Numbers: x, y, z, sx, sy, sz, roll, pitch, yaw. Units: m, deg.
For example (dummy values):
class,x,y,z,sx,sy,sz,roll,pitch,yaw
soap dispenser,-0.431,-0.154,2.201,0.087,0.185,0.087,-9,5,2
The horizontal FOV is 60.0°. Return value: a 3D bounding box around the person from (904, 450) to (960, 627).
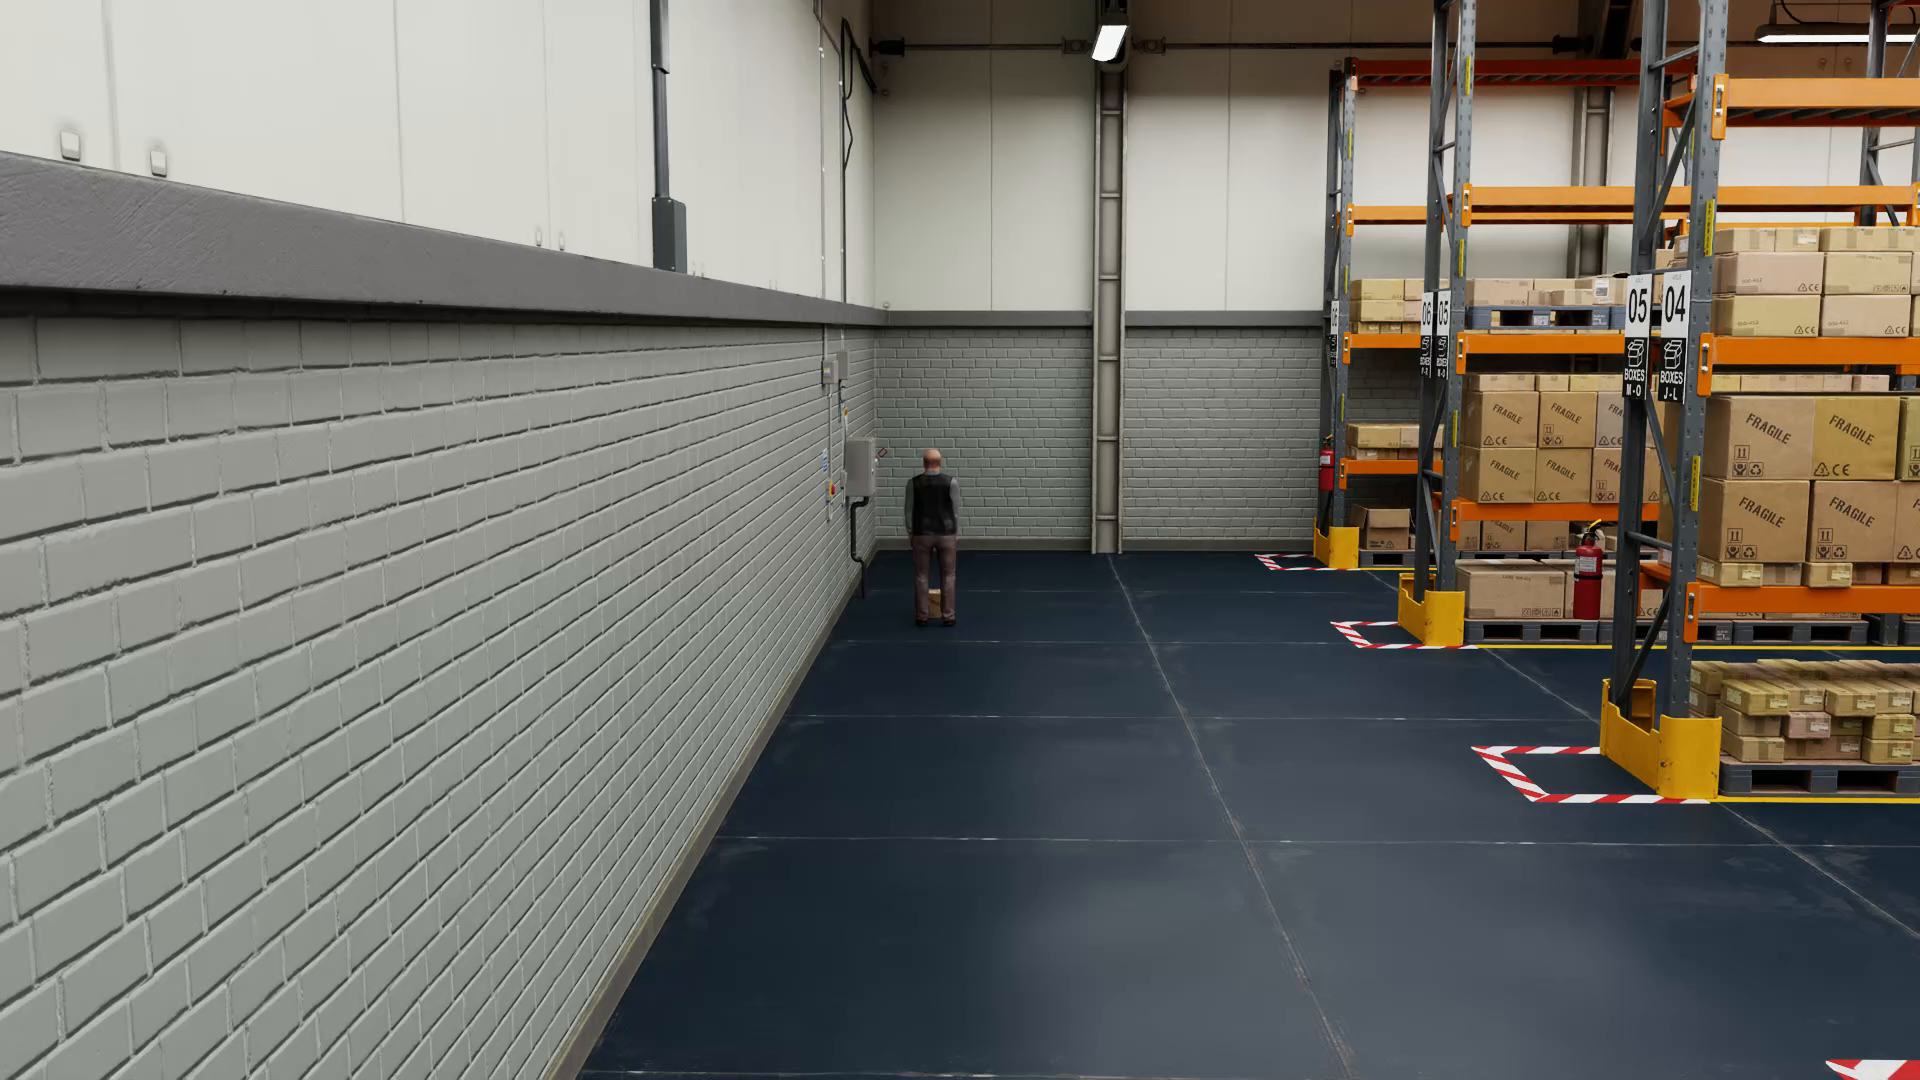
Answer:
class,x,y,z,sx,sy,sz,roll,pitch,yaw
person,-0.270,-0.018,16.089,0.538,1.708,0.354,0,7,2
